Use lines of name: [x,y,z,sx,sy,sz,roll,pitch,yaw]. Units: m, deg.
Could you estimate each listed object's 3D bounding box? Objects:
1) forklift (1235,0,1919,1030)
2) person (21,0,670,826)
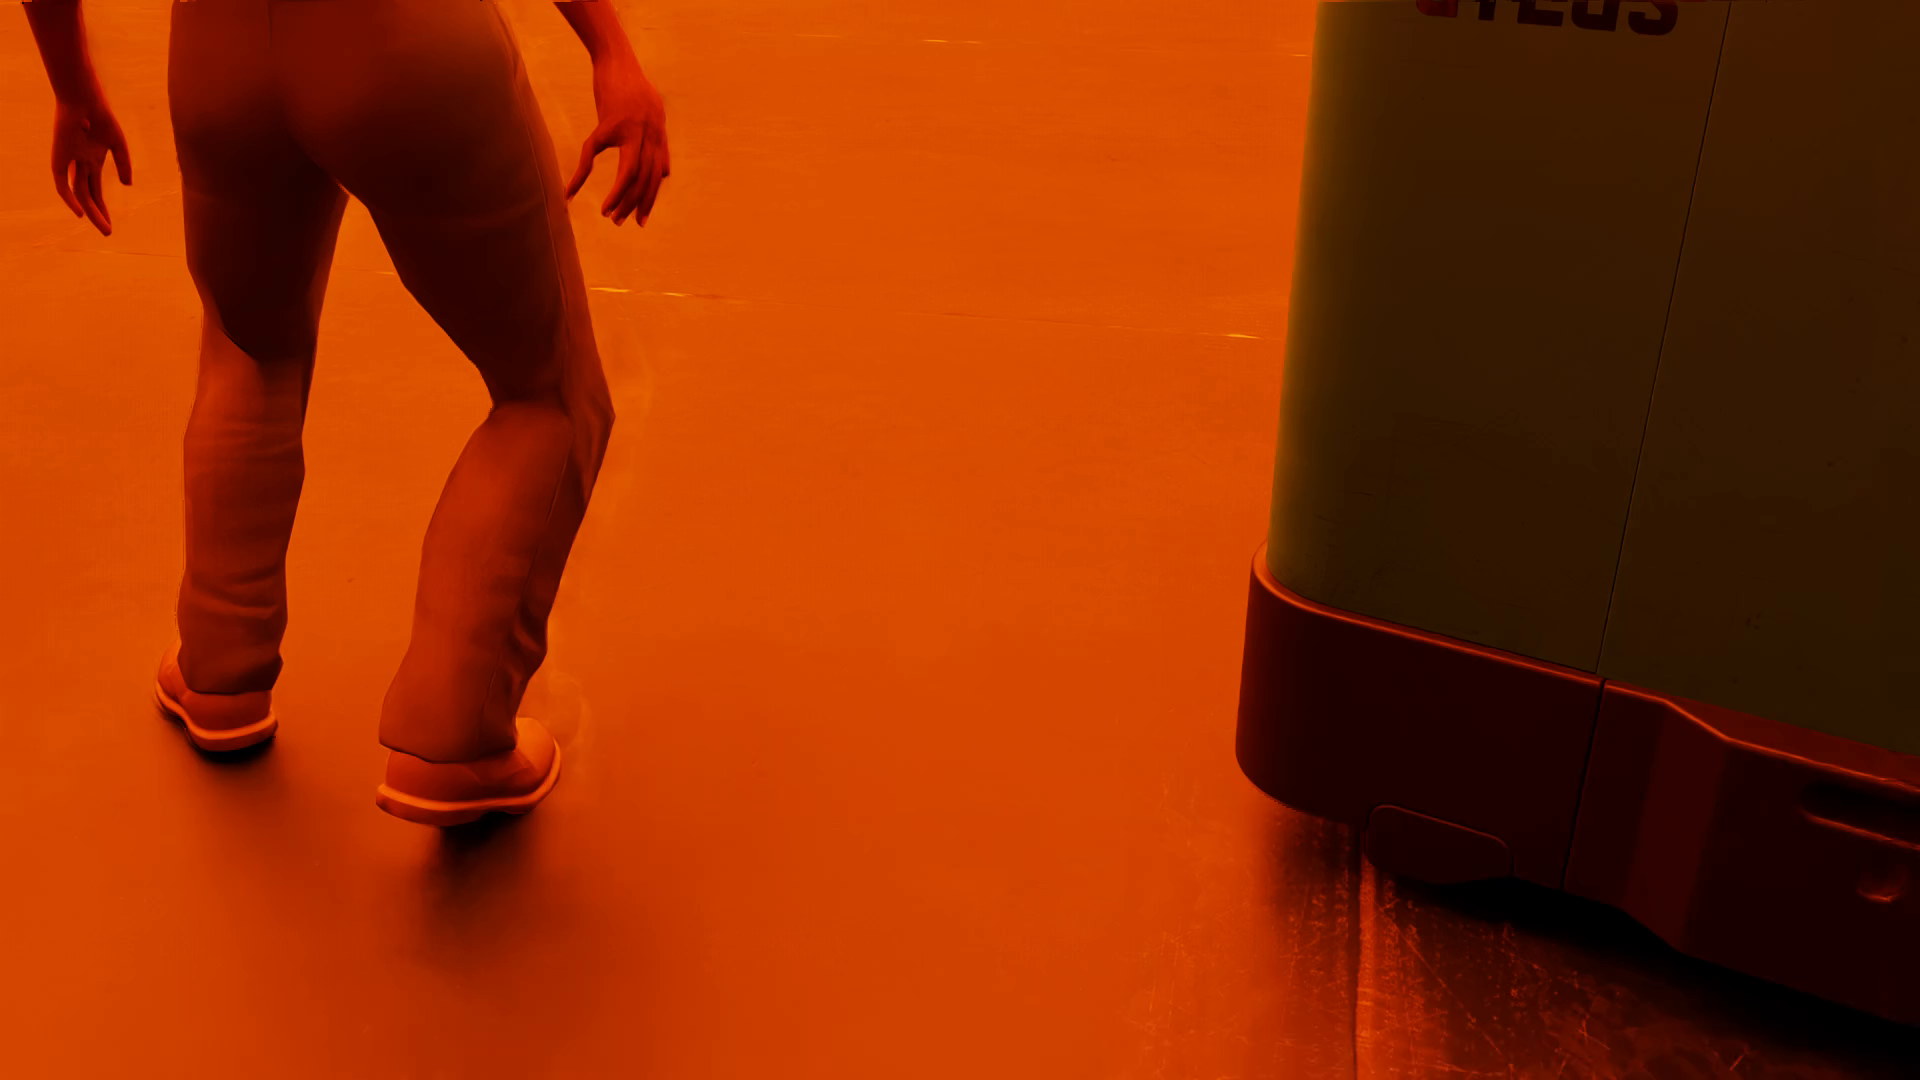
forklift: [1.841,-0.841,0.914,3.031,2.935,1.130,15,30,27]
person: [-0.656,-0.454,1.662,0.817,1.588,0.466,9,28,17]
